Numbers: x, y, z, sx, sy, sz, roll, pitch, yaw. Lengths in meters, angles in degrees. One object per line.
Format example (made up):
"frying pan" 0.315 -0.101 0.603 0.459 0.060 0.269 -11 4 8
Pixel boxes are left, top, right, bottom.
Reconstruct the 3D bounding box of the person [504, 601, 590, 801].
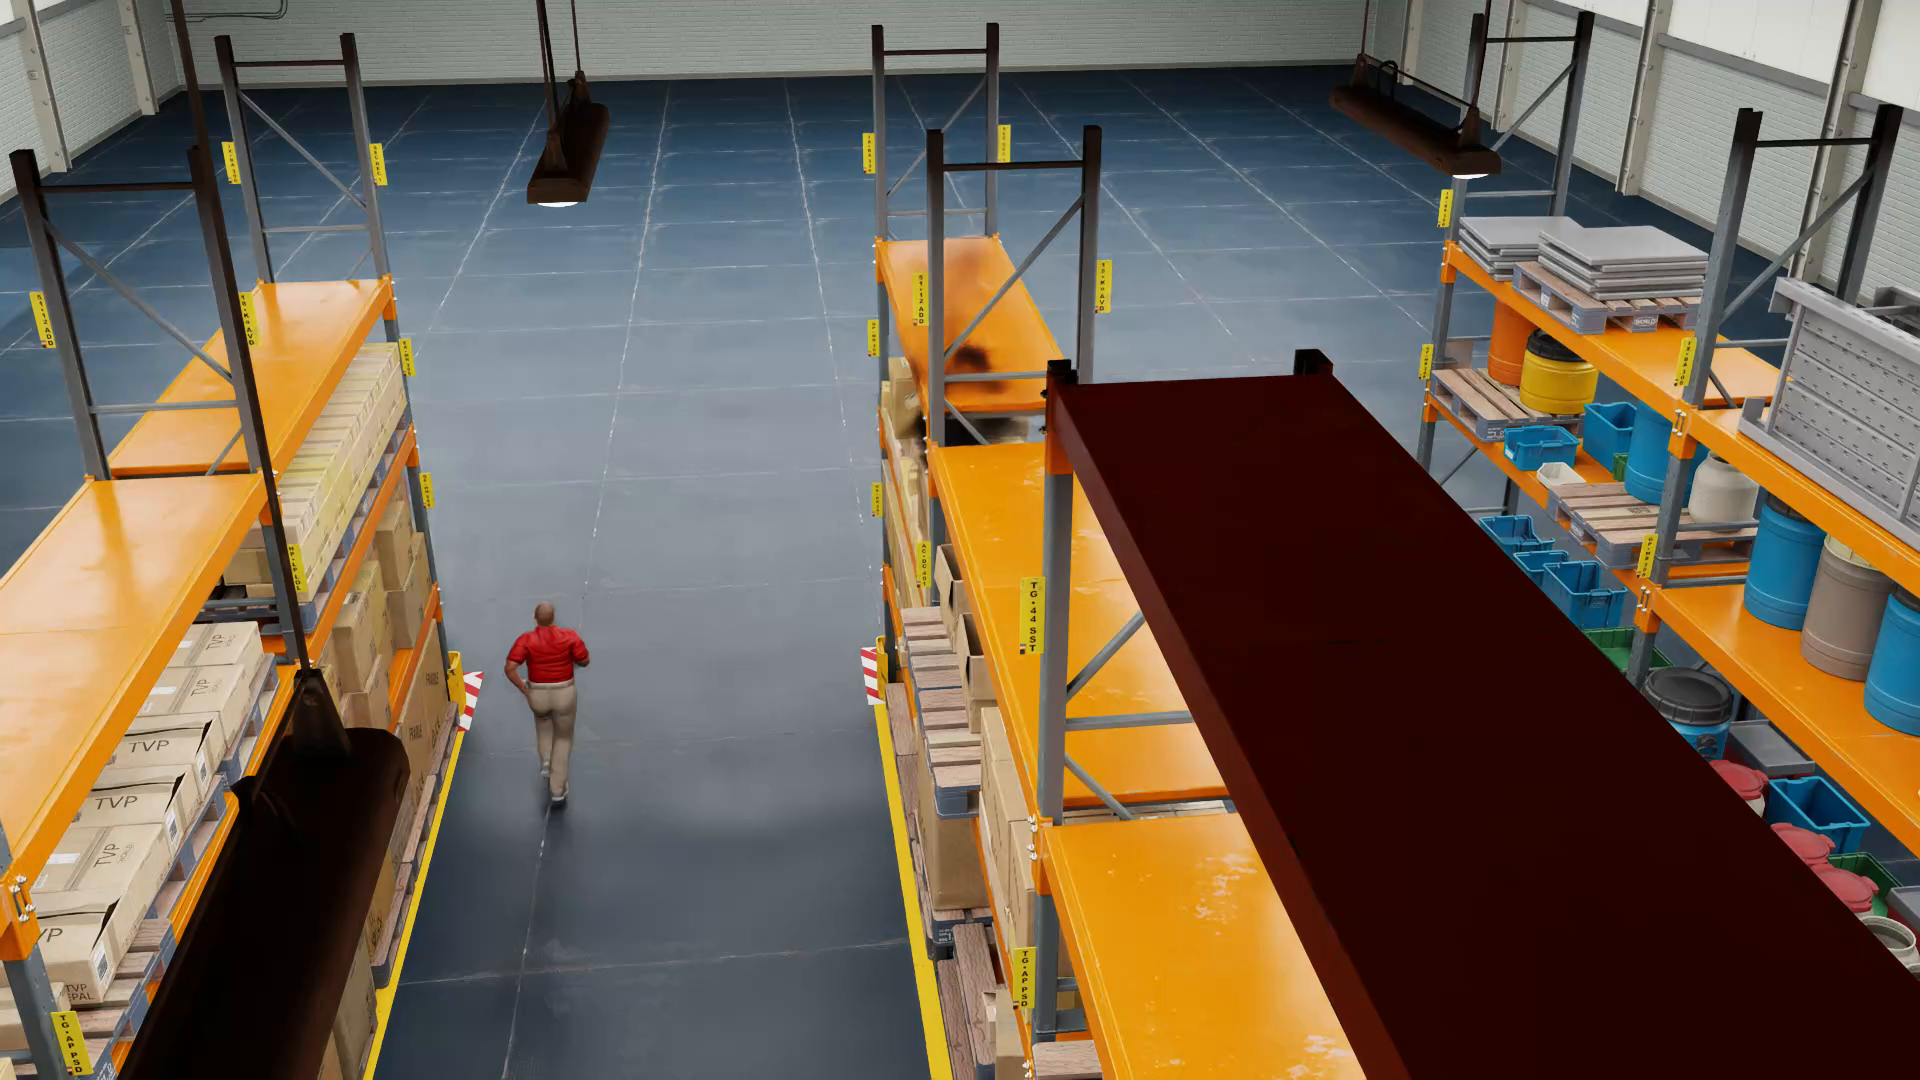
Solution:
"person" -3.362 1.326 13.760 0.641 1.751 0.790 -2 26 -4
